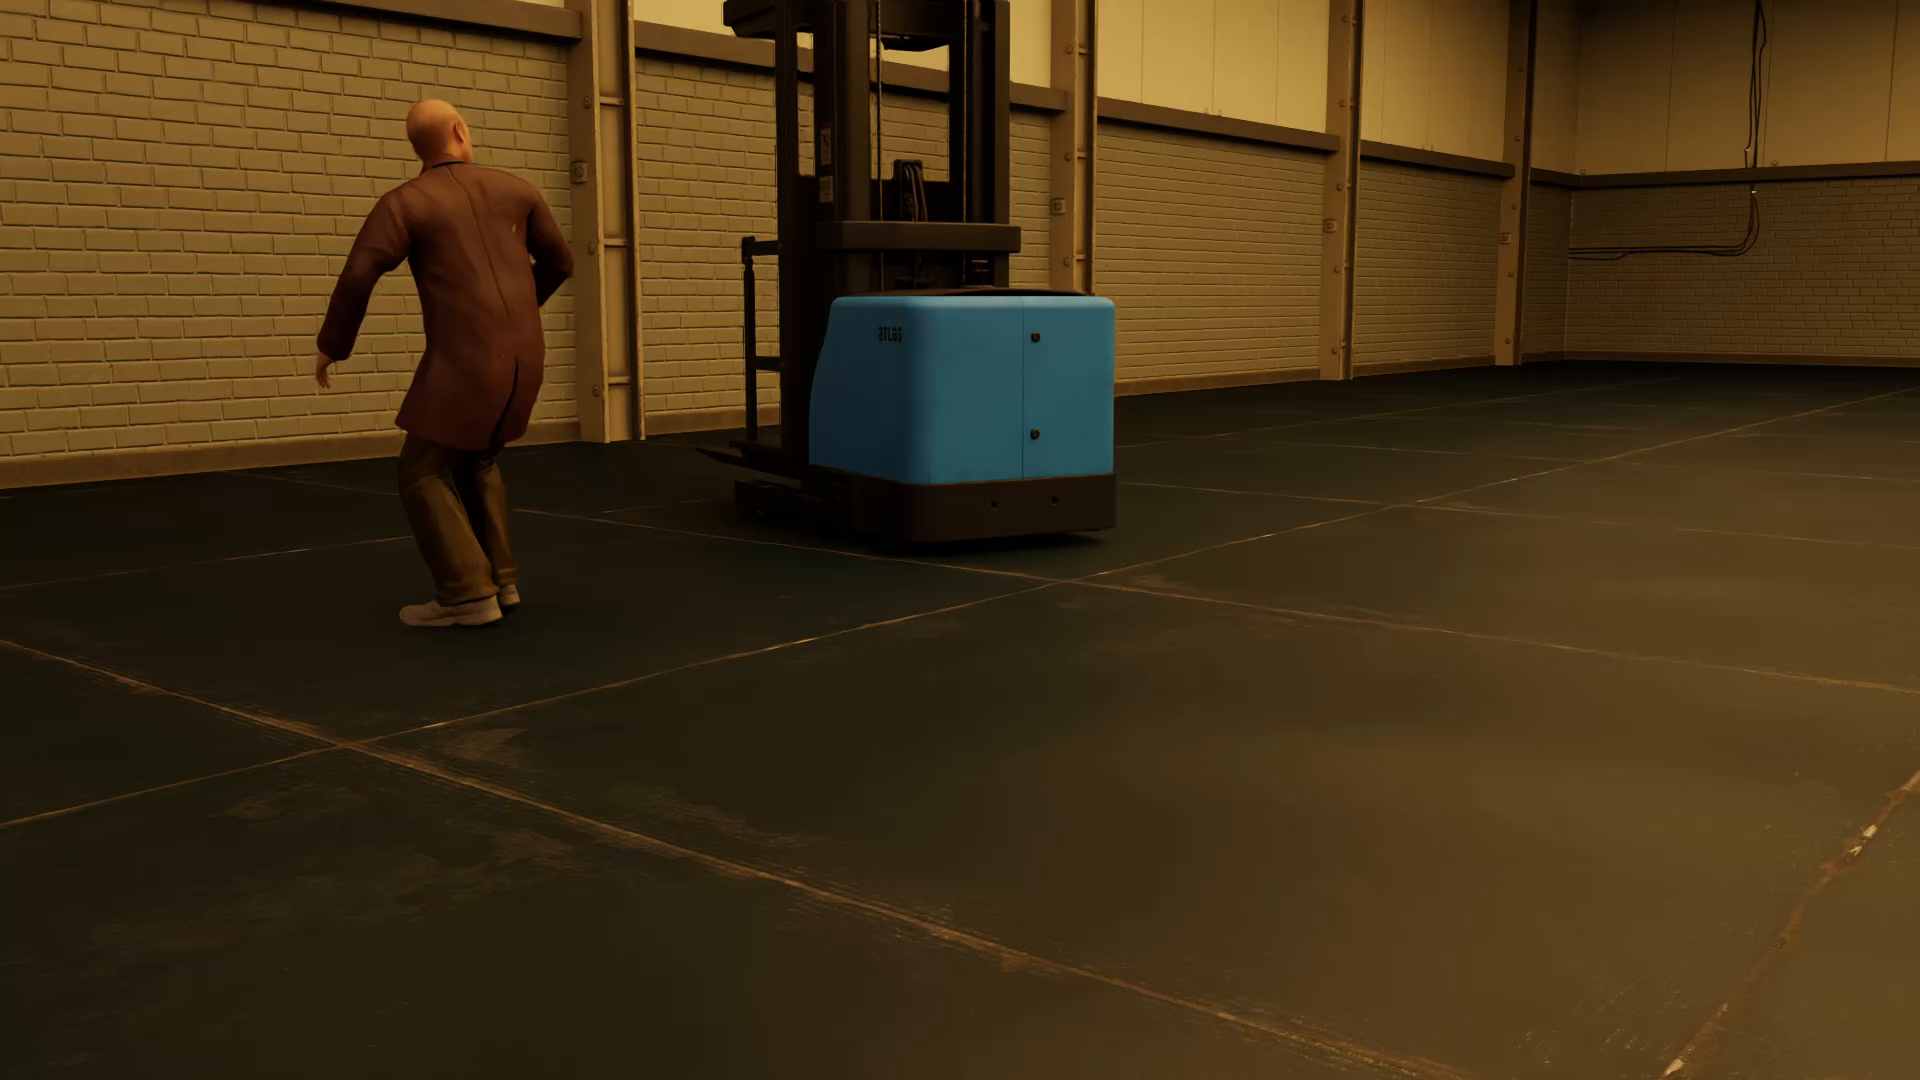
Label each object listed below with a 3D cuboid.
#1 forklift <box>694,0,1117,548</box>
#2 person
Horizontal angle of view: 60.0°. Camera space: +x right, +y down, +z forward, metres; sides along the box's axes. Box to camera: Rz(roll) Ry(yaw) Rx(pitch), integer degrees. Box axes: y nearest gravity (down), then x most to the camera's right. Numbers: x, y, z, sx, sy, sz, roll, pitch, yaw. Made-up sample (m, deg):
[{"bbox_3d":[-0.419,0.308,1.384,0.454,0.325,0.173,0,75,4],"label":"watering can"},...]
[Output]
[{"bbox_3d":[-0.476,-1.590,8.146,1.130,2.935,3.031,-5,10,-29],"label":"forklift"},{"bbox_3d":[-1.698,-0.580,5.541,0.548,1.728,0.825,6,11,37],"label":"person"}]
